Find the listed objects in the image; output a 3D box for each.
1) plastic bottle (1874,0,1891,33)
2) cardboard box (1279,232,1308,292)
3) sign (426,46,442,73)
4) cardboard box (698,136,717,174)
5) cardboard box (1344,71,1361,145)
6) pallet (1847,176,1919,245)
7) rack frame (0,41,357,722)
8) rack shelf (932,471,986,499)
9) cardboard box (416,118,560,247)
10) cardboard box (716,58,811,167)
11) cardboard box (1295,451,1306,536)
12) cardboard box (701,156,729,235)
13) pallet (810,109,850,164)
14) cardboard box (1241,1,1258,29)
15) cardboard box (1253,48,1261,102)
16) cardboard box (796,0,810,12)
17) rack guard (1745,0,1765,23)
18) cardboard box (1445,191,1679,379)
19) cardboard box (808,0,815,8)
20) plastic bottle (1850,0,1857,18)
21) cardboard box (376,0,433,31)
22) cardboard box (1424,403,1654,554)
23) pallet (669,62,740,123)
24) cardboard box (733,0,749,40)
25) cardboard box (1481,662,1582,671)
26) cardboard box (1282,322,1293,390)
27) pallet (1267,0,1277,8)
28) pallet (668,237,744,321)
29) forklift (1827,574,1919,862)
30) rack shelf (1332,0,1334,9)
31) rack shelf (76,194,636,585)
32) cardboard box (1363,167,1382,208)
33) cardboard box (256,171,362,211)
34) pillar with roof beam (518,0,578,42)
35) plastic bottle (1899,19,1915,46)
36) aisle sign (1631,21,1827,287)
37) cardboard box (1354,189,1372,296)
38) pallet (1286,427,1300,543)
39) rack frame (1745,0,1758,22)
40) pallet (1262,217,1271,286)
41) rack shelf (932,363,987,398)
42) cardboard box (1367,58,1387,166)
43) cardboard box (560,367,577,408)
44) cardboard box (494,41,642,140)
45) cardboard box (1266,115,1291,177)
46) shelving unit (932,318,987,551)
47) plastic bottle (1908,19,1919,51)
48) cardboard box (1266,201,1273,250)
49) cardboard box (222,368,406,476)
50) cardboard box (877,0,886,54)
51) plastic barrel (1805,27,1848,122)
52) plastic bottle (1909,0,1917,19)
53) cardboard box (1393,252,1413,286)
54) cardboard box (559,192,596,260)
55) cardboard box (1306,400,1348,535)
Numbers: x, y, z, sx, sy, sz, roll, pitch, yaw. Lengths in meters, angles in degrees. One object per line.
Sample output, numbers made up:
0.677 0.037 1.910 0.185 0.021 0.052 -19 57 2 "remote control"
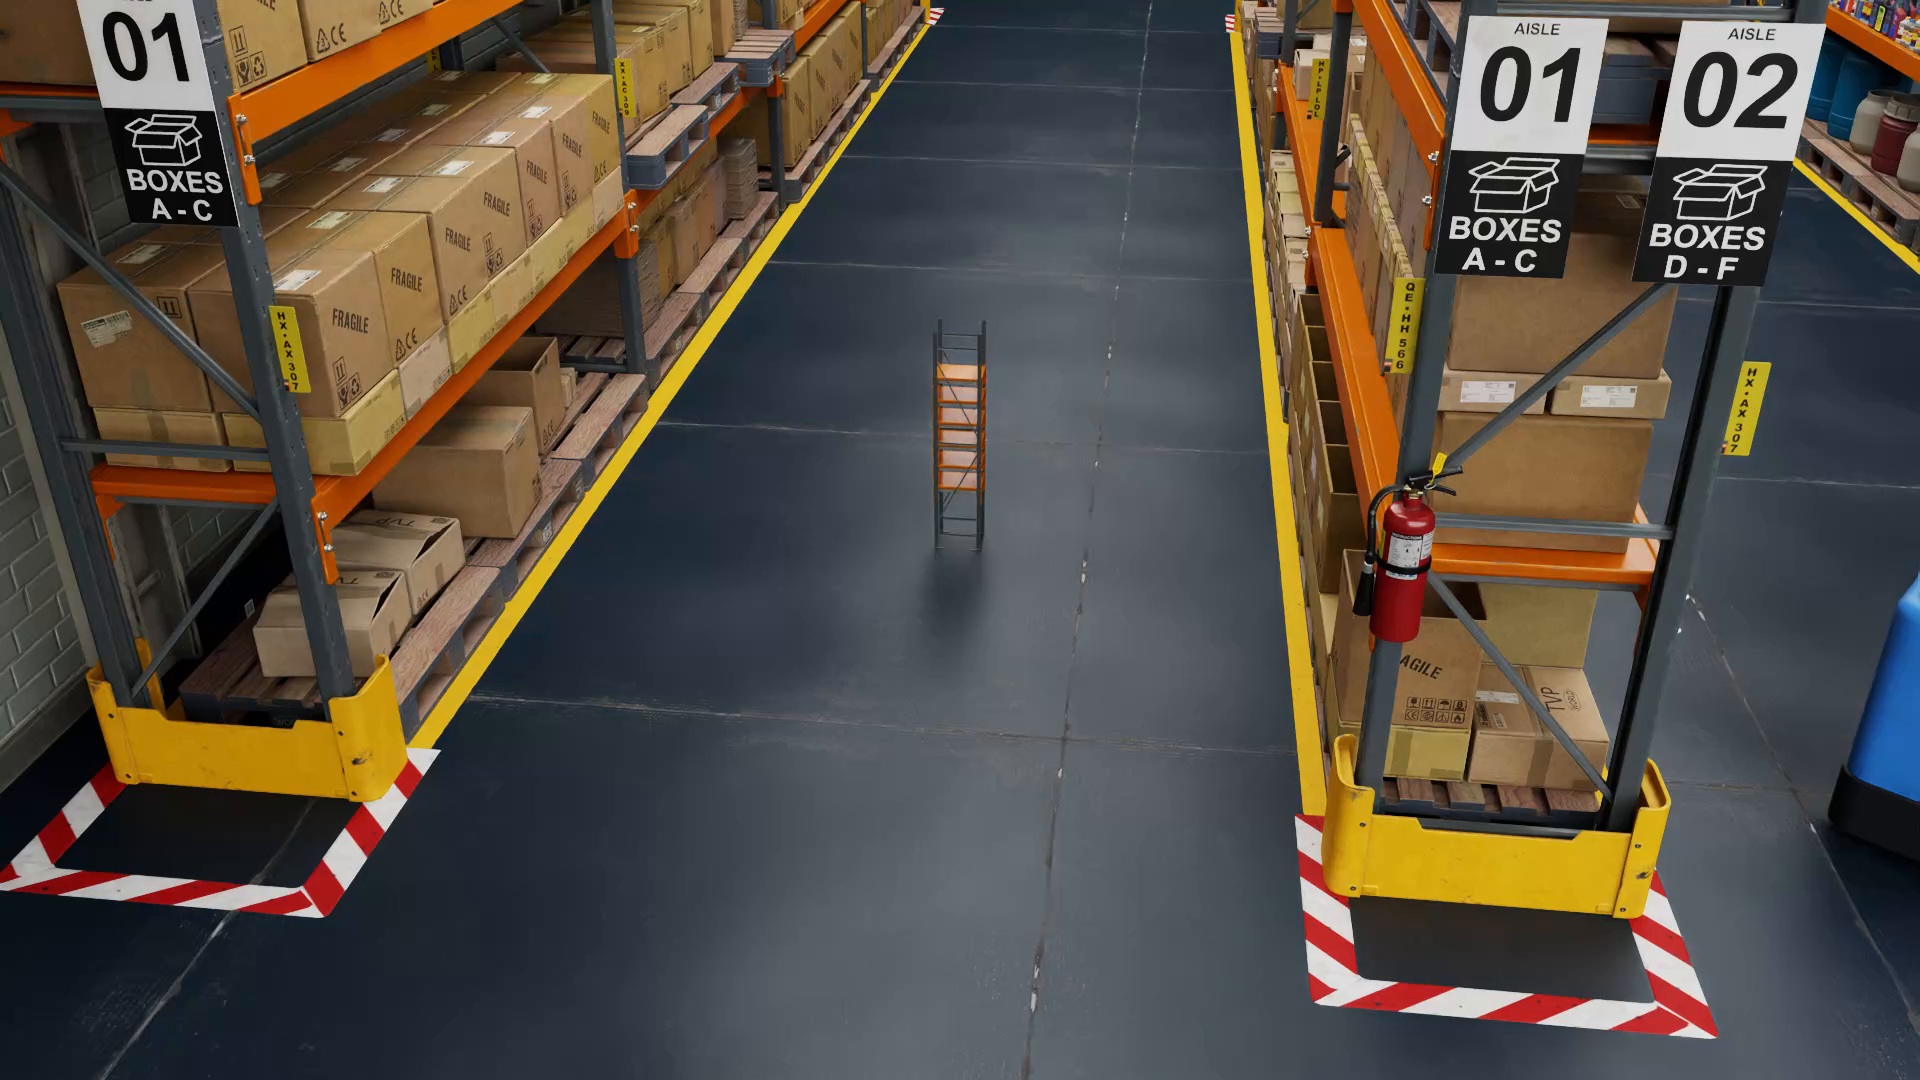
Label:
7.685 -4.370 13.823 0.061 0.283 0.133 3 28 6 "plastic bottle"
2.360 -1.834 10.857 0.500 0.311 0.500 3 28 6 "cardboard box"
-2.994 -2.752 9.475 0.100 0.325 0.005 3 28 6 "sign"
-2.121 -2.911 12.372 0.500 0.250 0.500 4 29 7 "cardboard box"
2.649 -2.578 10.267 0.500 0.500 0.500 5 29 10 "cardboard box"
7.935 -2.665 13.474 1.003 0.211 1.213 3 28 6 "pallet"
-2.933 -0.329 6.198 1.000 3.000 0.127 3 28 6 "rack frame"
-0.002 -0.271 8.588 0.258 0.103 0.180 3 28 6 "rack shelf"
-2.321 -1.772 8.223 0.500 0.500 0.500 3 28 5 "cardboard box"
-1.732 -3.671 14.226 0.750 0.750 0.750 3 28 6 "cardboard box"
1.984 -0.229 8.469 0.500 0.250 0.500 3 28 6 "cardboard box"
-2.167 -2.610 12.604 0.700 0.500 0.500 3 28 6 "cardboard box"
-1.629 -3.806 15.593 1.003 0.211 1.213 3 28 6 "pallet"
3.535 -6.082 19.313 0.500 0.250 0.500 3 28 6 "cardboard box"
3.153 -4.571 16.243 0.500 0.500 0.500 2 28 4 "cardboard box"
-1.566 -4.738 13.942 0.500 0.500 0.500 4 29 8 "cardboard box"
8.850 -6.196 19.724 1.175 0.500 0.348 3 28 6 "rack guard"
2.061 -0.902 5.788 0.700 0.500 0.500 3 29 6 "cardboard box"
-1.505 -4.857 14.846 0.380 0.149 0.250 4 29 6 "cardboard box"
7.780 -4.630 14.390 0.097 0.201 0.097 0 28 0 "plastic bottle"
-2.483 -2.340 6.642 0.500 0.500 0.500 5 29 9 "cardboard box"
2.054 -0.306 6.049 0.700 0.500 0.500 3 28 6 "cardboard box"
-2.154 -3.076 11.499 1.003 0.211 1.213 3 28 6 "pallet"
-2.000 -4.110 12.648 0.700 0.500 0.500 0 28 0 "cardboard box"
2.328 0.508 7.101 0.500 0.250 0.500 3 28 6 "cardboard box"
2.237 -1.112 10.108 0.500 0.250 0.500 3 28 6 "cardboard box"
3.198 -4.640 14.402 1.003 0.211 1.213 3 28 6 "pallet"
-2.202 -1.926 12.103 1.003 0.211 1.213 3 28 6 "pallet"
4.783 -0.485 6.560 1.130 2.935 3.031 23 36 36 "forklift"
2.719 -3.871 10.368 1.077 0.370 4.000 3 28 6 "rack shelf"
-2.688 -0.953 8.116 1.077 0.370 4.000 3 28 6 "rack shelf"
2.125 -1.659 7.877 0.380 0.149 0.250 2 28 5 "cardboard box"
-2.955 -1.316 7.376 0.500 0.500 0.500 3 28 5 "cardboard box"
1.302 -5.924 10.258 9.100 9.000 0.400 3 28 6 "pillar with roof beam"
7.638 -4.083 13.376 0.097 0.201 0.097 0 28 0 "plastic bottle"
2.280 -1.138 4.959 0.394 0.787 0.004 3 28 6 "aisle sign"
2.368 -1.512 8.288 0.700 0.500 0.500 3 28 6 "cardboard box"
2.335 -0.326 9.132 1.003 0.211 1.213 3 28 6 "pallet"
8.860 -7.284 19.109 1.000 3.000 0.127 3 28 6 "rack frame"
2.825 -2.195 12.603 1.003 0.211 1.213 3 28 6 "pallet"
-0.002 -0.799 8.303 0.258 0.103 0.180 3 28 6 "rack shelf"
2.365 -2.093 8.000 0.700 0.500 0.500 3 28 6 "cardboard box"
-2.478 -0.904 9.789 0.380 0.166 0.250 0 28 0 "cardboard box"
-2.346 -2.687 10.005 0.700 0.500 0.500 3 29 6 "cardboard box"
2.846 -3.355 13.987 0.500 0.500 0.500 4 29 8 "cardboard box"
-0.002 -0.521 8.453 0.258 1.200 0.189 3 28 6 "shelving unit"
7.614 -4.022 13.189 0.097 0.271 0.097 0 28 0 "plastic bottle"
2.548 -2.317 12.344 0.500 0.250 0.500 3 28 5 "cardboard box"
-2.558 -0.483 6.621 0.500 0.250 0.500 3 28 5 "cardboard box"
-1.204 -5.644 18.257 0.700 0.500 0.500 3 28 6 "cardboard box"
8.286 -4.408 15.538 0.600 0.901 0.708 3 28 6 "plastic barrel"
7.812 -4.299 13.691 0.061 0.283 0.133 3 28 6 "plastic bottle"
1.969 -1.049 6.745 0.380 0.149 0.250 4 29 8 "cardboard box"
-2.269 -1.680 8.842 0.500 0.250 0.500 3 29 6 "cardboard box"
1.925 -0.324 7.854 0.500 0.500 0.500 3 28 6 "cardboard box"
